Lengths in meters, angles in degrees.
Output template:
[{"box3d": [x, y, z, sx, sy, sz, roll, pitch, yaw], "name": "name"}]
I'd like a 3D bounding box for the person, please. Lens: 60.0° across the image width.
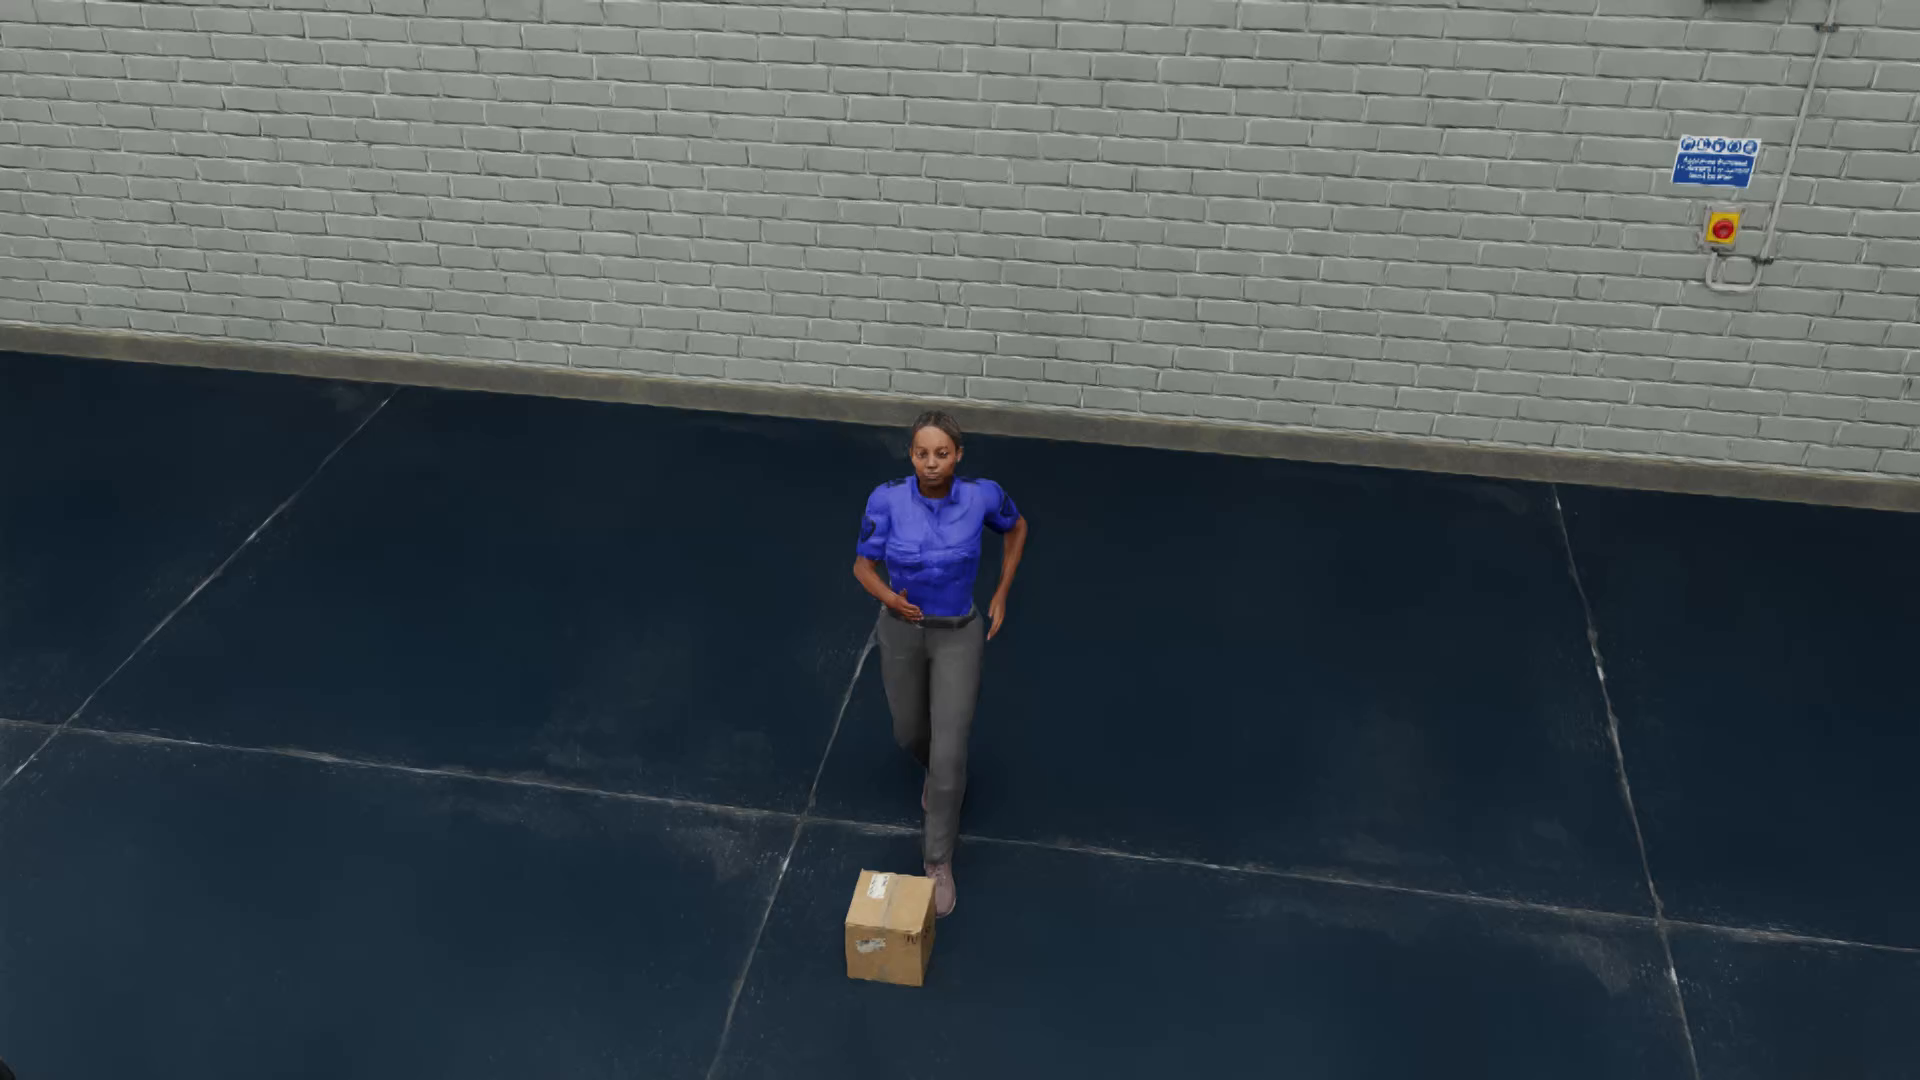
[{"box3d": [-0.116, 0.390, 5.549, 0.511, 1.635, 0.779, 6, 33, 9], "name": "person"}]
